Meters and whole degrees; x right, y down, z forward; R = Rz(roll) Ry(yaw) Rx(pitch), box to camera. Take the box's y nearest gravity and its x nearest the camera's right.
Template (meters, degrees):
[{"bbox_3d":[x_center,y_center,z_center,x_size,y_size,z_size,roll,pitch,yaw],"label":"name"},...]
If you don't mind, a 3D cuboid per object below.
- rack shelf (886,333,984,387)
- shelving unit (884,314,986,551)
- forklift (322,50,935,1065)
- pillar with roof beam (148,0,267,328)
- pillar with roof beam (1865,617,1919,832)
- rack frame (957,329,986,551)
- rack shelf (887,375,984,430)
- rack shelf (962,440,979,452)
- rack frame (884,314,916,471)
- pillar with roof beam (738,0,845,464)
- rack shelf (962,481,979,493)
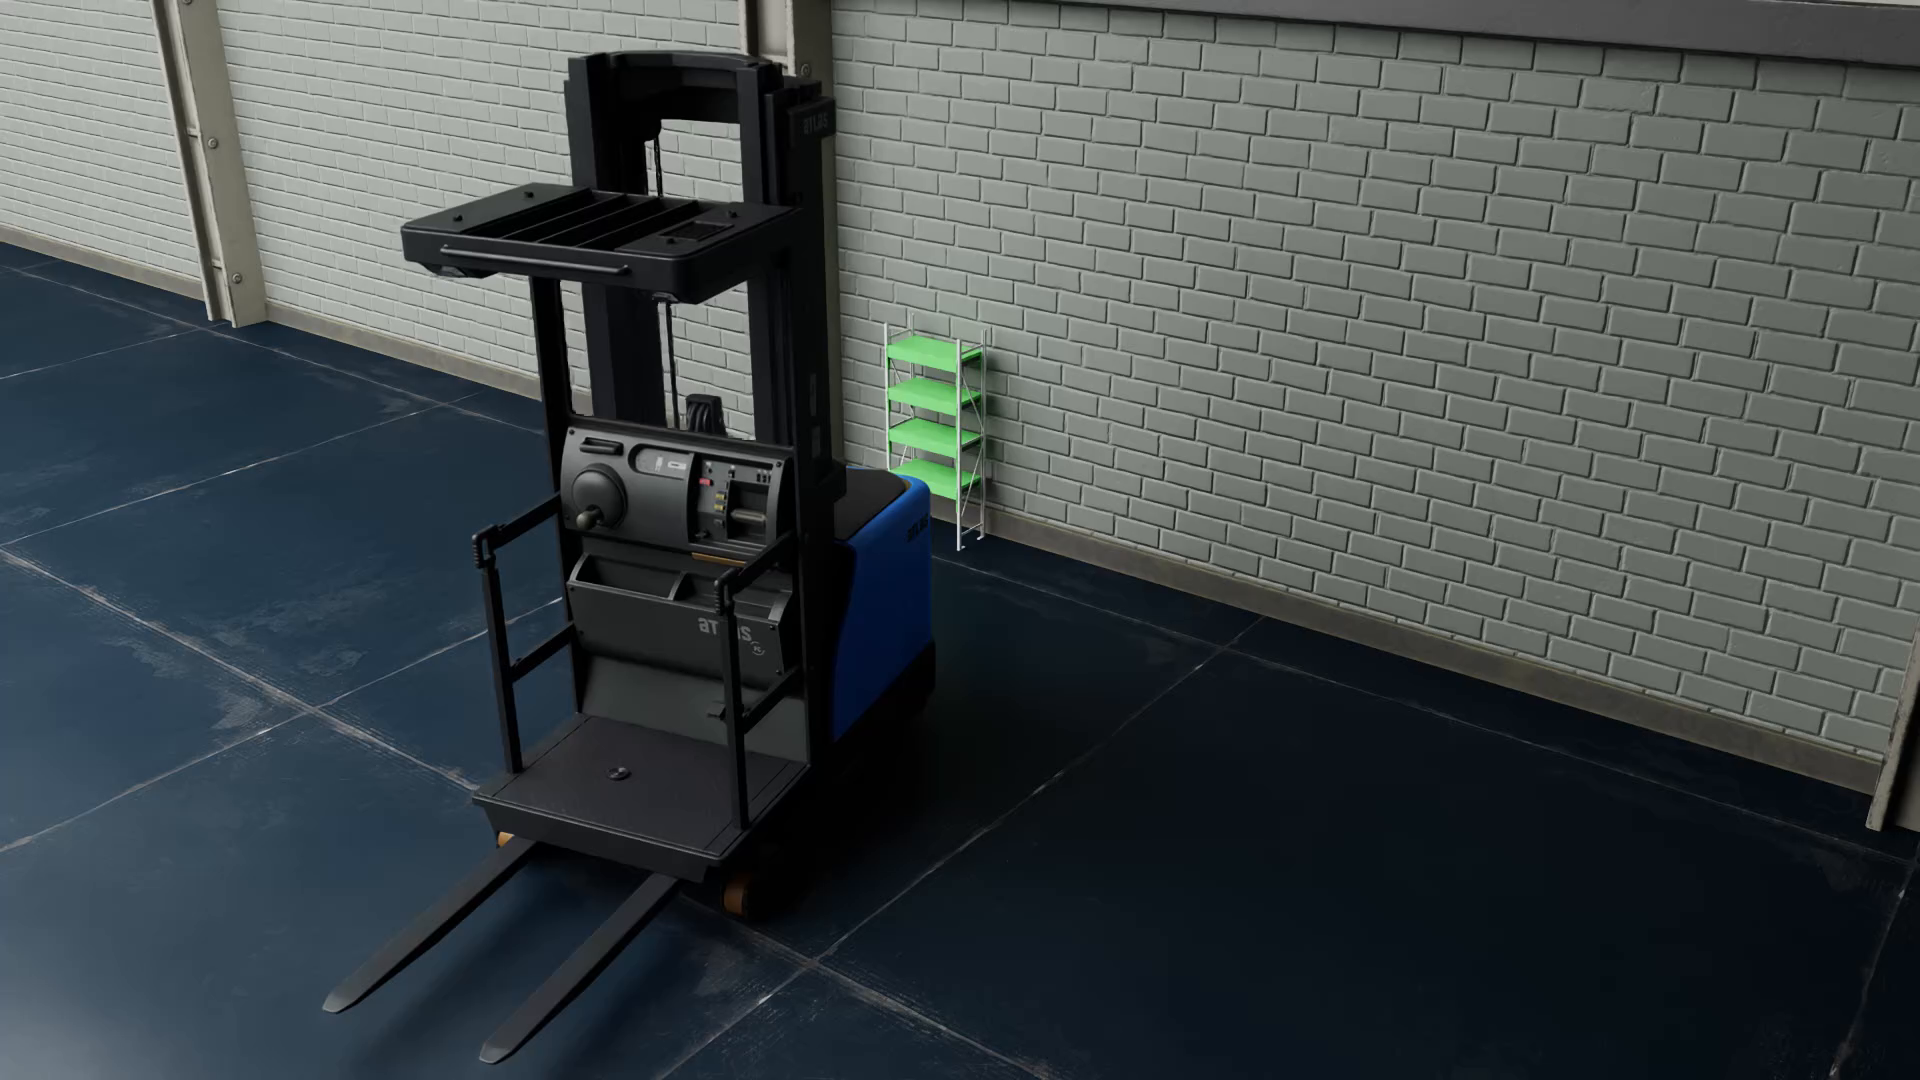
[{"bbox_3d":[-0.132,-0.970,8.931,0.480,0.148,0.258,17,29,33],"label":"rack shelf"},{"bbox_3d":[-0.132,-0.589,9.099,0.503,1.200,0.258,17,29,33],"label":"shelving unit"},{"bbox_3d":[-1.147,-0.154,5.964,1.130,2.935,3.031,10,26,21],"label":"forklift"},{"bbox_3d":[-8.315,-4.486,8.270,0.400,9.000,9.100,17,29,33],"label":"pillar with roof beam"},{"bbox_3d":[1.288,-1.584,1.684,0.400,9.000,9.100,17,29,33],"label":"pillar with roof beam"},{"bbox_3d":[0.063,-0.530,8.965,0.015,1.200,0.240,17,29,33],"label":"rack frame"},{"bbox_3d":[-0.132,-0.750,9.028,0.480,0.148,0.258,17,29,33],"label":"rack shelf"},{"bbox_3d":[-0.132,-0.557,9.113,0.442,0.029,0.199,17,29,33],"label":"rack shelf"},{"bbox_3d":[-0.328,-0.648,9.233,0.015,1.200,0.240,17,29,33],"label":"rack frame"},{"bbox_3d":[-3.514,-3.035,4.977,0.400,9.000,9.100,17,29,33],"label":"pillar with roof beam"},{"bbox_3d":[-0.132,-0.337,9.210,0.442,0.029,0.199,17,29,33],"label":"rack shelf"}]
